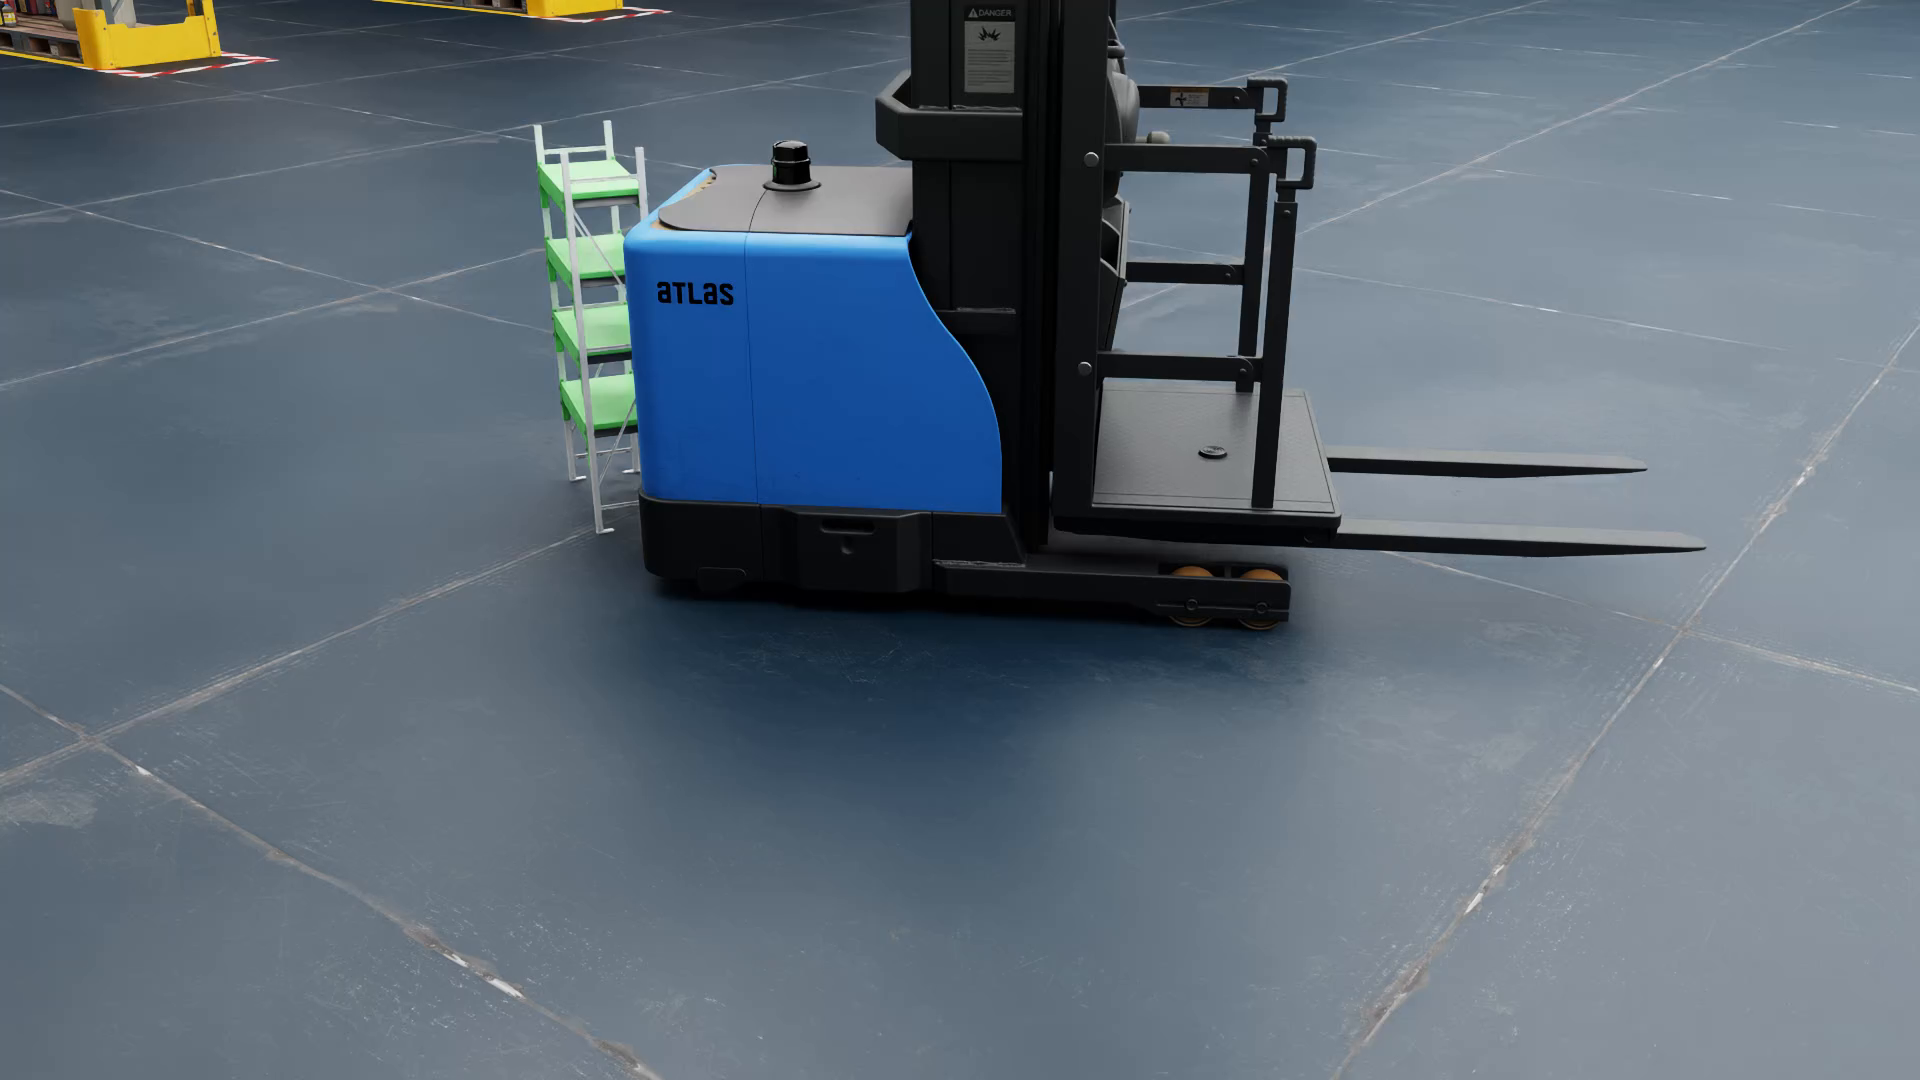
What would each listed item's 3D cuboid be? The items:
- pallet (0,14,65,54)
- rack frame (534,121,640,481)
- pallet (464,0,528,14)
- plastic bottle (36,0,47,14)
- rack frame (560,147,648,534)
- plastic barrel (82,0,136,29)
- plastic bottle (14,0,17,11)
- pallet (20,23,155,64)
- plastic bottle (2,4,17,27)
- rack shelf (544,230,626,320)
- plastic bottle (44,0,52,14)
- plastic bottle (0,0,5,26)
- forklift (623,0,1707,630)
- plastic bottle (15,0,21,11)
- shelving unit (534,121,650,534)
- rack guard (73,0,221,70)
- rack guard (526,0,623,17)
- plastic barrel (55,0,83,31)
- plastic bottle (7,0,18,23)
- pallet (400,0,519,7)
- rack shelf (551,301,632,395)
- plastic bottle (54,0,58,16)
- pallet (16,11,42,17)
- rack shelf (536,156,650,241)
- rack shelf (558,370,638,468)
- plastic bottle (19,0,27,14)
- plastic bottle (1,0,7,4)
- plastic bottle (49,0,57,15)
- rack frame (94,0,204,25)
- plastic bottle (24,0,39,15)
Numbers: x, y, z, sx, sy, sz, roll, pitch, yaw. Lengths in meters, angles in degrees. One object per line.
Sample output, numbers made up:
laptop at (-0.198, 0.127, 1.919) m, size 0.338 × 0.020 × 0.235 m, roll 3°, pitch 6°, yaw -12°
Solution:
pallet at (-8.962, -4.957, 16.239) m, size 1.213 × 0.211 × 1.003 m, roll 17°, pitch 29°, yaw 33°
rack frame at (-1.228, -0.771, 5.512) m, size 0.240 × 1.200 × 0.015 m, roll -9°, pitch 25°, yaw -20°
pallet at (-4.973, -6.285, 19.252) m, size 1.213 × 0.211 × 1.003 m, roll 17°, pitch 29°, yaw 33°
plastic bottle at (-9.227, -5.431, 16.688) m, size 0.135 × 0.276 × 0.152 m, roll 17°, pitch 29°, yaw 34°
rack frame at (-1.046, -0.588, 5.097) m, size 0.240 × 1.200 × 0.015 m, roll -9°, pitch 25°, yaw -20°
plastic barrel at (-7.827, -4.925, 15.272) m, size 0.421 × 0.512 × 0.421 m, roll 0°, pitch 24°, yaw 0°
plastic bottle at (-9.682, -5.496, 16.836) m, size 0.135 × 0.276 × 0.152 m, roll 17°, pitch 29°, yaw 33°
pallet at (-7.990, -4.662, 15.569) m, size 1.213 × 0.211 × 1.003 m, roll 17°, pitch 29°, yaw 33°
plastic bottle at (-8.987, -4.960, 15.712) m, size 0.097 × 0.201 × 0.097 m, roll 0°, pitch 24°, yaw 0°
rack shelf at (-1.137, -0.841, 5.234) m, size 0.258 × 0.148 × 0.480 m, roll -9°, pitch 25°, yaw -20°
plastic bottle at (-9.116, -5.377, 16.659) m, size 0.097 × 0.201 × 0.097 m, roll 0°, pitch 24°, yaw 0°
plastic bottle at (-9.091, -5.020, 15.746) m, size 0.133 × 0.283 × 0.061 m, roll 18°, pitch 29°, yaw 35°
forklift at (0.619, -1.315, 4.598) m, size 3.031 × 2.935 × 1.130 m, roll 2°, pitch 24°, yaw 6°
plastic bottle at (-9.613, -5.584, 16.943) m, size 0.185 × 0.351 × 0.144 m, roll 15°, pitch 28°, yaw 31°
shelving unit at (-1.137, -0.680, 5.305) m, size 0.258 × 1.200 × 0.503 m, roll -9°, pitch 25°, yaw -20°
rack guard at (-7.343, -4.596, 15.061) m, size 0.348 × 0.500 × 1.175 m, roll 17°, pitch 29°, yaw 33°
rack guard at (-4.345, -6.209, 18.722) m, size 0.348 × 0.500 × 1.175 m, roll 17°, pitch 29°, yaw 33°
plastic barrel at (-8.228, -5.046, 15.547) m, size 0.421 × 0.512 × 0.421 m, roll 0°, pitch 24°, yaw 0°
plastic bottle at (-9.109, -5.102, 15.932) m, size 0.133 × 0.283 × 0.061 m, roll 17°, pitch 29°, yaw 33°
pallet at (-5.945, -6.580, 19.922) m, size 1.213 × 0.211 × 1.003 m, roll 17°, pitch 29°, yaw 33°
rack shelf at (-1.137, -0.621, 5.330) m, size 0.258 × 0.148 × 0.480 m, roll -9°, pitch 25°, yaw -20°
plastic bottle at (-8.952, -5.327, 16.546) m, size 0.097 × 0.201 × 0.097 m, roll 0°, pitch 24°, yaw 0°
pallet at (-9.943, -5.252, 16.908) m, size 1.213 × 0.211 × 1.003 m, roll 17°, pitch 29°, yaw 33°
rack shelf at (-1.137, -1.061, 5.137) m, size 0.258 × 0.148 × 0.480 m, roll -9°, pitch 25°, yaw -20°
rack shelf at (-1.137, -0.402, 5.427) m, size 0.258 × 0.148 × 0.480 m, roll -9°, pitch 25°, yaw -20°
plastic bottle at (-9.396, -5.436, 16.690) m, size 0.133 × 0.283 × 0.061 m, roll 17°, pitch 29°, yaw 33°
plastic bottle at (-9.172, -5.064, 15.855) m, size 0.135 × 0.276 × 0.152 m, roll 17°, pitch 29°, yaw 34°
plastic bottle at (-9.035, -5.384, 16.589) m, size 0.097 × 0.271 × 0.097 m, roll 0°, pitch 24°, yaw 0°
rack frame at (-7.254, -5.737, 14.550) m, size 0.127 × 3.000 × 1.000 m, roll 17°, pitch 29°, yaw 33°
plastic bottle at (-9.291, -5.400, 16.609) m, size 0.133 × 0.283 × 0.061 m, roll 17°, pitch 29°, yaw 33°
